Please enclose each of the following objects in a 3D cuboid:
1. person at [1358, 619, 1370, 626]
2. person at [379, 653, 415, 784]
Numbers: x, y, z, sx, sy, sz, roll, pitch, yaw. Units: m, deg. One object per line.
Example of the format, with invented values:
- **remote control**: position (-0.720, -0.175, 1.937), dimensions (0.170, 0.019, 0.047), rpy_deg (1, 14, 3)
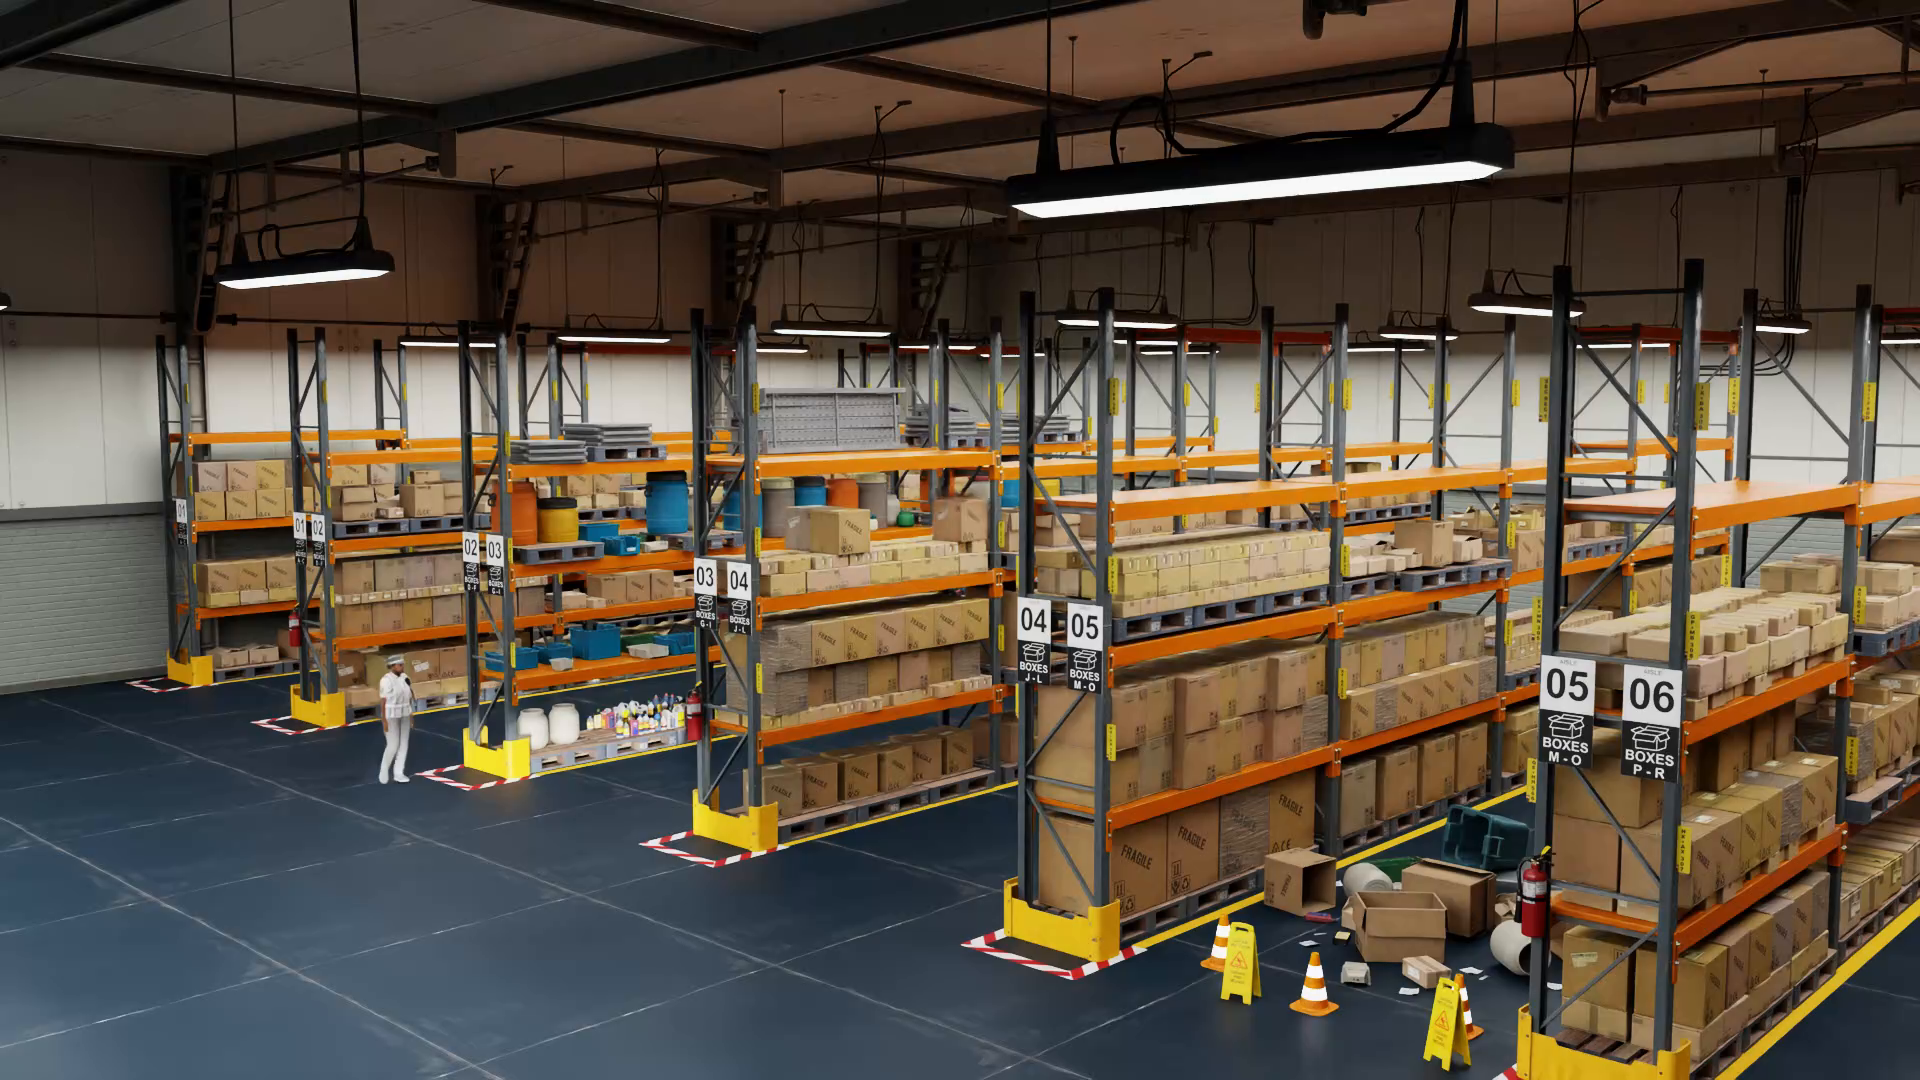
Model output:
- **person**: position (6.150, 1.985, 25.537), dimensions (0.952, 1.527, 0.447), rpy_deg (-5, 7, -41)
- **person**: position (-7.281, 2.294, 21.484), dimensions (0.431, 1.685, 0.475), rpy_deg (4, 7, 35)
